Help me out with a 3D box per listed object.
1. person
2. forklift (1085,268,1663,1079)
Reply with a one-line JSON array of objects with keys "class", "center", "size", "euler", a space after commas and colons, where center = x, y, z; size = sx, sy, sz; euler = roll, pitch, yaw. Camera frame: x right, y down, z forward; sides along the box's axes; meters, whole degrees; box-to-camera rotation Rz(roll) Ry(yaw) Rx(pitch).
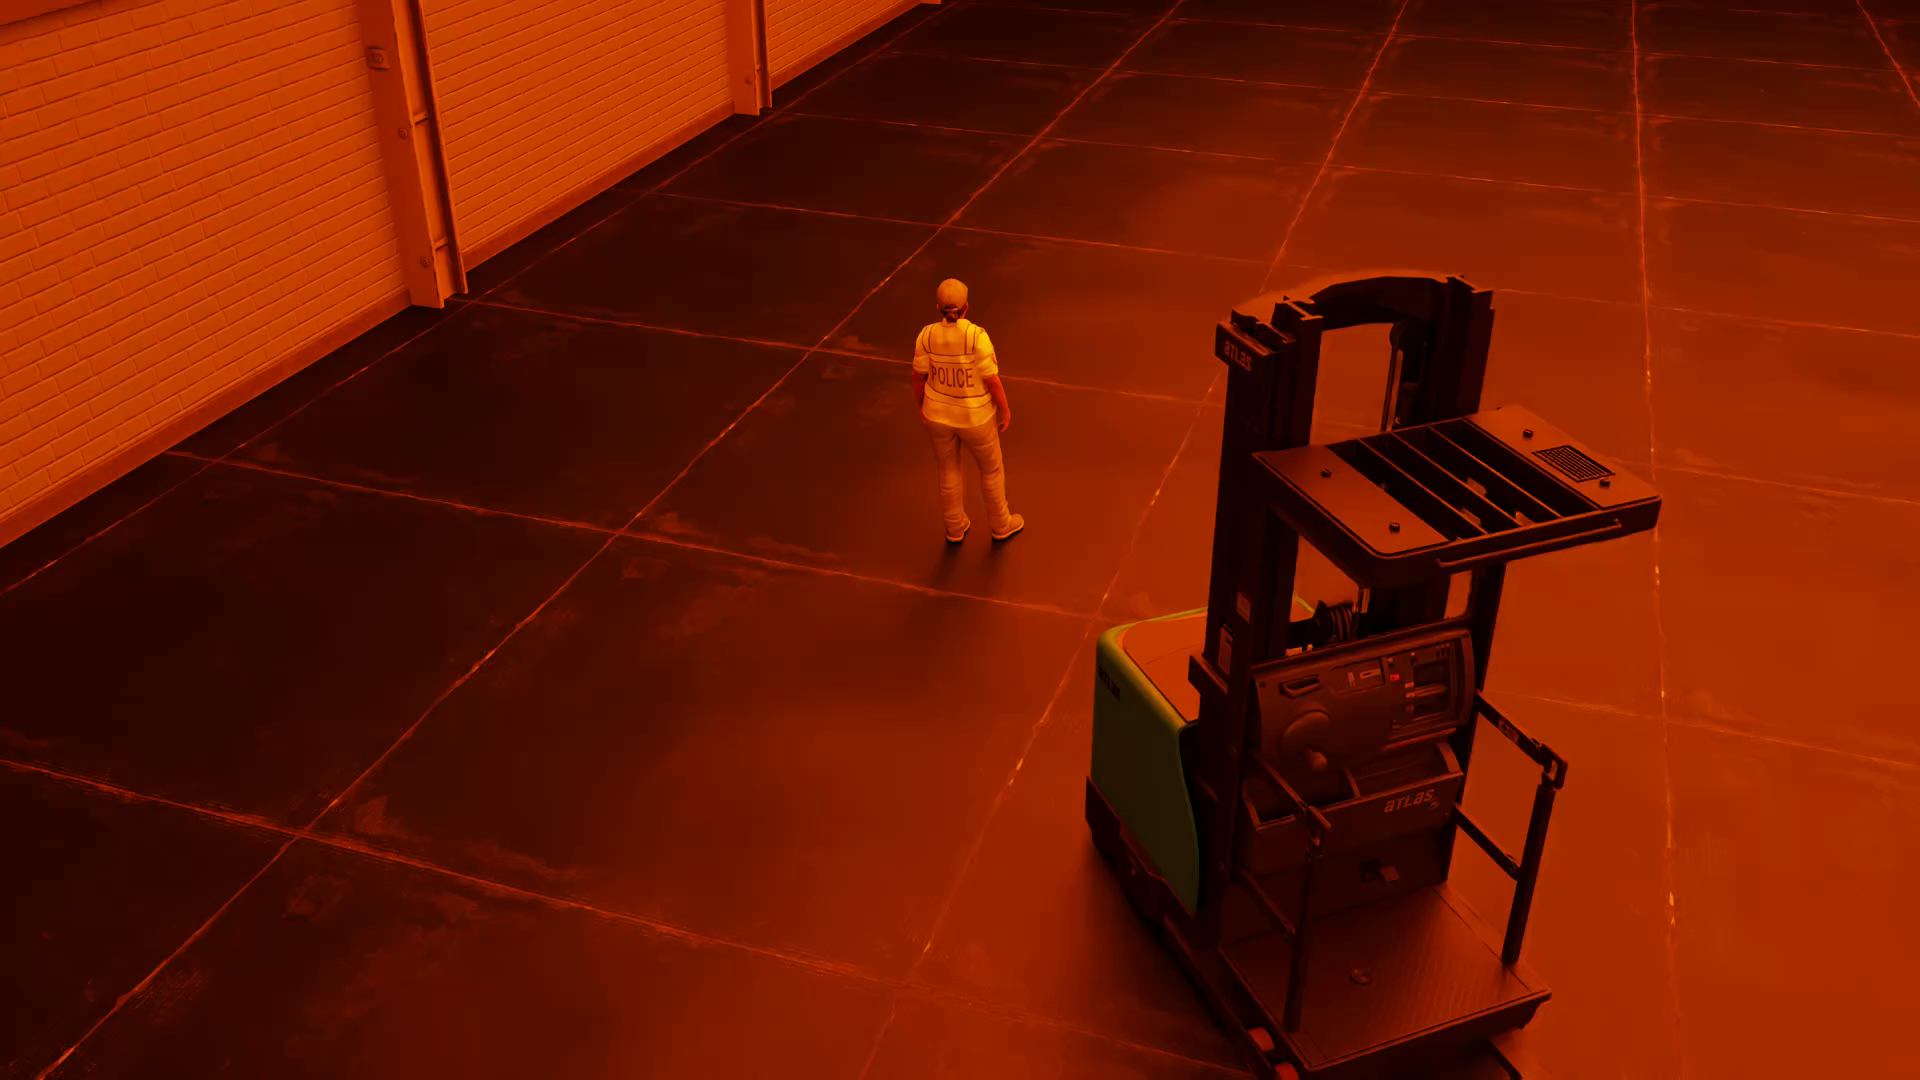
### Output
[{"class": "person", "center": [0.047, -0.763, 9.736], "size": [0.598, 1.670, 0.529], "euler": [10, 31, 16]}, {"class": "forklift", "center": [1.591, 0.642, 6.011], "size": [1.130, 2.935, 3.031], "euler": [-11, 32, -19]}]
